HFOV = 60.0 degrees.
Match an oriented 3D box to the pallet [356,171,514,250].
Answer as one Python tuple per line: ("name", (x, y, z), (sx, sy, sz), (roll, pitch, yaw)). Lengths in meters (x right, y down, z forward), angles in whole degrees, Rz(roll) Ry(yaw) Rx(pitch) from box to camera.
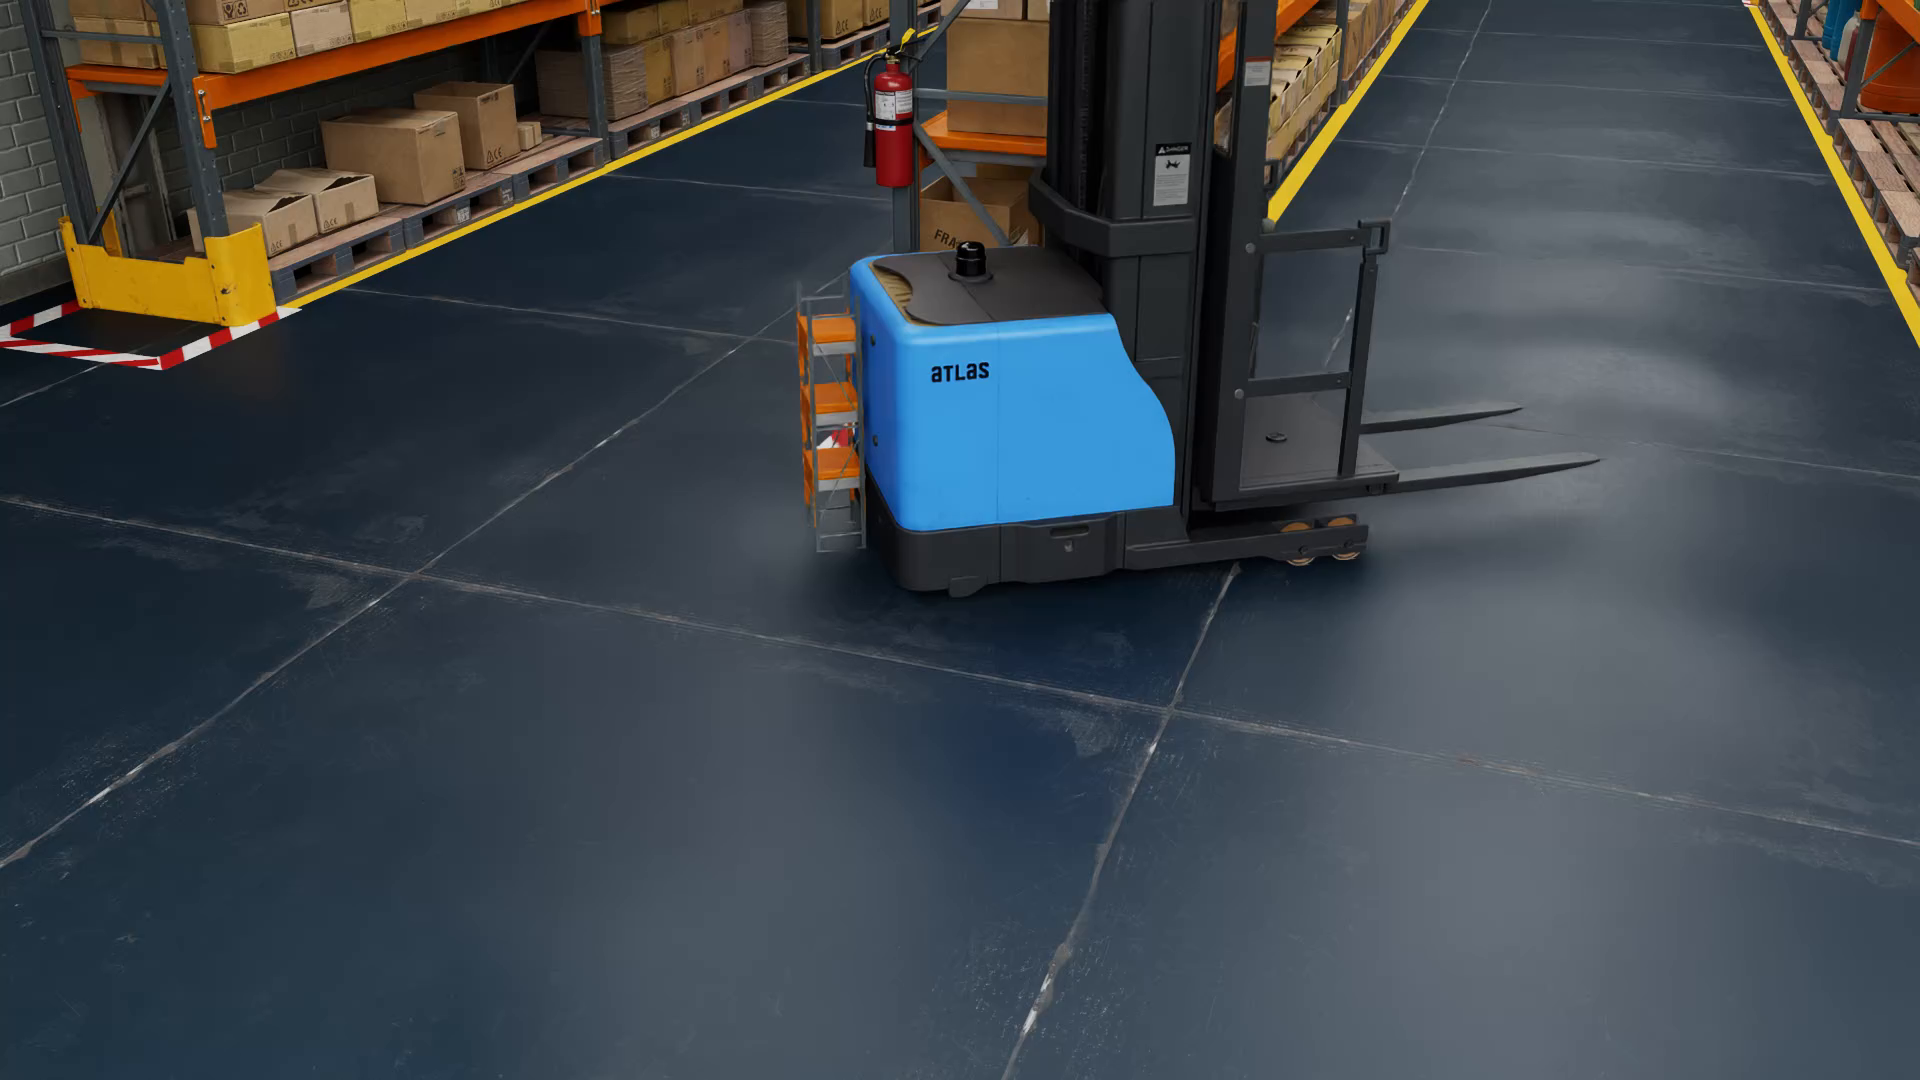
("pallet", (-3.753, -2.248, 11.150), (1.003, 0.211, 1.213), (9, 27, 17))

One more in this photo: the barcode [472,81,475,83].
("barcode", (-3.564, -3.317, 12.155), (0.001, 0.075, 0.075), (9, 27, 17))

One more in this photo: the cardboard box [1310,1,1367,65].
("cardboard box", (3.435, -4.648, 15.272), (0.500, 0.500, 0.500), (8, 27, 16))

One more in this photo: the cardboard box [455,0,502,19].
("cardboard box", (-3.357, -3.577, 10.846), (0.500, 0.250, 0.500), (9, 27, 17))

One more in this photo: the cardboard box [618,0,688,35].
("cardboard box", (-2.616, -4.398, 13.895), (0.500, 0.250, 0.500), (8, 27, 16))

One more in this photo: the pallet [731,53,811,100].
("pallet", (-2.089, -4.355, 15.502), (1.003, 0.211, 1.213), (9, 27, 17))

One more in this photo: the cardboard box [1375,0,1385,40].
("cardboard box", (3.943, -5.278, 16.573), (0.500, 0.500, 0.500), (9, 27, 18))

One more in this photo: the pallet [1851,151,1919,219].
("pallet", (6.813, -2.427, 11.519), (1.003, 0.211, 1.213), (9, 27, 17))

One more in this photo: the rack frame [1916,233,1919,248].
("rack frame", (6.184, -2.850, 9.195), (1.000, 3.000, 0.127), (9, 27, 17))

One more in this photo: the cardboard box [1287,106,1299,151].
("cardboard box", (2.223, -3.074, 12.331), (0.500, 0.250, 0.500), (8, 27, 16))

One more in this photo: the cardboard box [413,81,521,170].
("cardboard box", (-3.466, -2.928, 11.718), (0.500, 0.500, 0.500), (7, 27, 14))

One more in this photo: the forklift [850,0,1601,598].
("forklift", (1.124, -1.435, 6.350), (3.031, 2.935, 1.130), (-6, 27, -13))

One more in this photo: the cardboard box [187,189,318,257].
("cardboard box", (-4.174, -1.902, 9.817), (0.500, 0.311, 0.500), (6, 26, 12))

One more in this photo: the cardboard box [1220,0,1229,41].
("cardboard box", (1.203, -3.214, 9.831), (0.700, 0.500, 0.500), (8, 27, 17))

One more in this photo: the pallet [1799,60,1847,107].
("pallet", (8.146, -4.069, 14.911), (1.003, 0.211, 1.213), (9, 27, 17))

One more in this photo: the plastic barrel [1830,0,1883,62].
("plastic barrel", (8.413, -4.870, 15.293), (0.600, 0.901, 0.708), (9, 27, 17))

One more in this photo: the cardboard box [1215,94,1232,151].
("cardboard box", (1.389, -2.433, 10.146), (0.500, 0.500, 0.500), (9, 27, 17))

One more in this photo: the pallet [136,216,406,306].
("pallet", (-4.161, -1.748, 10.118), (1.003, 0.211, 1.213), (9, 27, 17))

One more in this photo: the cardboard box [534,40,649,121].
("cardboard box", (-2.929, -3.665, 13.240), (0.700, 0.500, 0.500), (10, 27, 19))

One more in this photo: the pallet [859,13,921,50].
("pallet", (-1.086, -5.488, 17.843), (1.003, 0.211, 1.213), (9, 27, 17))

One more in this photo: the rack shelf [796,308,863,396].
("rack shelf", (-0.504, -0.728, 6.421), (0.215, 0.259, 0.240), (-6, 27, -13))

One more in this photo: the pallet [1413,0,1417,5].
("pallet", (5.218, -6.887, 20.733), (1.003, 0.211, 1.213), (9, 27, 17))

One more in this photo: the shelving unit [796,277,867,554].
("shelving unit", (-0.504, -0.482, 6.540), (0.215, 1.050, 0.252), (-6, 27, -13))

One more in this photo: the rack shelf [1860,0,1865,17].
("rack shelf", (8.181, -4.992, 14.444), (1.077, 0.370, 4.000), (9, 27, 17))

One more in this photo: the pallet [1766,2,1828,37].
("pallet", (9.459, -5.694, 18.267), (1.003, 0.211, 1.213), (9, 27, 17))

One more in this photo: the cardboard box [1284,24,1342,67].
("cardboard box", (2.903, -4.167, 13.944), (0.500, 0.311, 0.500), (9, 27, 19))

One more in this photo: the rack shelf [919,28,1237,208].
("rack shelf", (0.849, -2.424, 9.141), (1.077, 0.370, 4.000), (9, 27, 17))

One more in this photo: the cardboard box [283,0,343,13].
("cardboard box", (-3.873, -3.276, 9.363), (0.500, 0.500, 0.500), (9, 27, 18))

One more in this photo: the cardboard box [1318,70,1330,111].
("cardboard box", (2.732, -3.701, 13.626), (0.500, 0.250, 0.500), (8, 27, 17))

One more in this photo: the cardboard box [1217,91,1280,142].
("cardboard box", (1.887, -2.908, 11.343), (0.500, 0.311, 0.500), (9, 27, 18))

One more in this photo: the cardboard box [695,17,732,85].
("cardboard box", (-2.437, -4.297, 14.546), (0.700, 0.500, 0.500), (9, 27, 17))

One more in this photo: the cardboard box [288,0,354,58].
("cardboard box", (-3.868, -2.955, 9.559), (0.500, 0.250, 0.500), (8, 27, 16))

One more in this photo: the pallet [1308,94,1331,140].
("pallet", (2.535, -3.626, 13.997), (1.003, 0.211, 1.213), (9, 27, 17))

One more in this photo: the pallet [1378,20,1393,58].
("pallet", (3.941, -5.263, 17.377), (1.003, 0.211, 1.213), (9, 27, 17))

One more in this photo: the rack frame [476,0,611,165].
("rack frame", (-3.158, -4.287, 12.162), (1.000, 3.000, 0.127), (9, 27, 17))

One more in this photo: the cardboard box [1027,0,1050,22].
("cardboard box", (0.517, -2.393, 7.392), (0.380, 0.149, 0.250), (9, 27, 17))

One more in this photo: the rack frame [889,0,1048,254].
("rack frame", (0.183, -1.926, 7.286), (1.000, 3.000, 0.127), (9, 27, 17))

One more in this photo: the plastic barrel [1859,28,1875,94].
("plastic barrel", (7.765, -4.012, 13.967), (0.421, 0.512, 0.421), (0, 26, 0))

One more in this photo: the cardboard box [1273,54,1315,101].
("cardboard box", (2.397, -3.540, 12.648), (0.500, 0.311, 0.500), (10, 27, 19))

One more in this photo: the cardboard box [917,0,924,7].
("cardboard box", (-0.883, -6.144, 17.983), (0.750, 0.750, 0.750), (10, 27, 19))
